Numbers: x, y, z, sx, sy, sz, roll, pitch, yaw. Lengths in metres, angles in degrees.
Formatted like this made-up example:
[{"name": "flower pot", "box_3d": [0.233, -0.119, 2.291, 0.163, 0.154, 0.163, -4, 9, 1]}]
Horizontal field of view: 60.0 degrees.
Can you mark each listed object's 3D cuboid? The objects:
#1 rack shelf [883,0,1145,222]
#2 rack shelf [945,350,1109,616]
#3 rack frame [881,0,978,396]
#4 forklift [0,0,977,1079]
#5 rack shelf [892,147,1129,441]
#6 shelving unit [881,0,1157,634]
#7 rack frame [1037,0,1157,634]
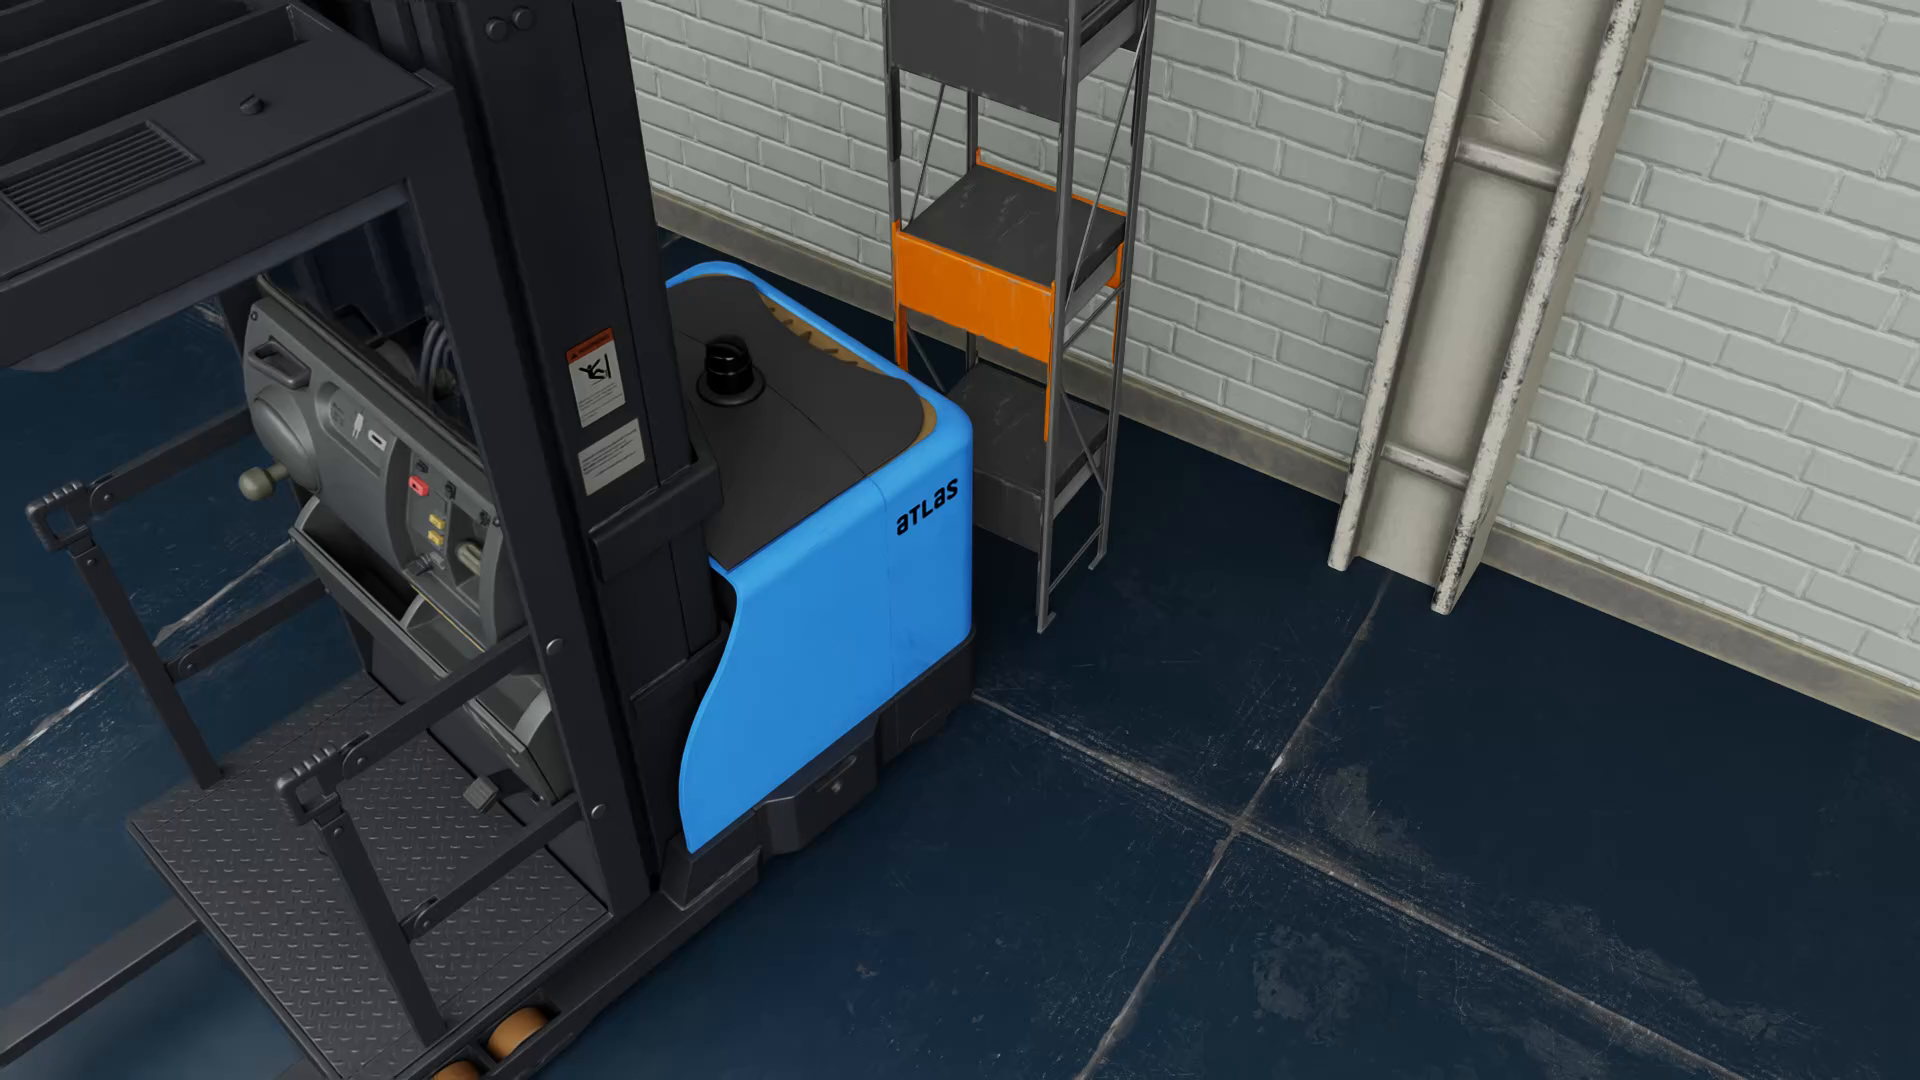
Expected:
[{"name": "rack shelf", "box_3d": [0.139, -1.146, 3.942, 0.480, 0.518, 0.431, 25, 51, 22]}, {"name": "rack shelf", "box_3d": [0.139, -0.170, 4.946, 0.480, 0.518, 0.431, 25, 51, 22]}, {"name": "rack frame", "box_3d": [-0.066, -0.762, 4.526, 0.015, 2.100, 0.400, 25, 51, 22]}, {"name": "forklift", "box_3d": [-1.339, -0.058, 3.262, 1.130, 2.935, 3.031, 35, 55, 29]}, {"name": "rack shelf", "box_3d": [0.139, -0.658, 4.444, 0.480, 0.518, 0.431, 25, 51, 22]}, {"name": "shelving unit", "box_3d": [0.139, -0.668, 4.435, 0.503, 2.100, 0.431, 25, 51, 22]}, {"name": "rack frame", "box_3d": [0.345, -0.573, 4.343, 0.015, 2.100, 0.400, 25, 51, 22]}]
